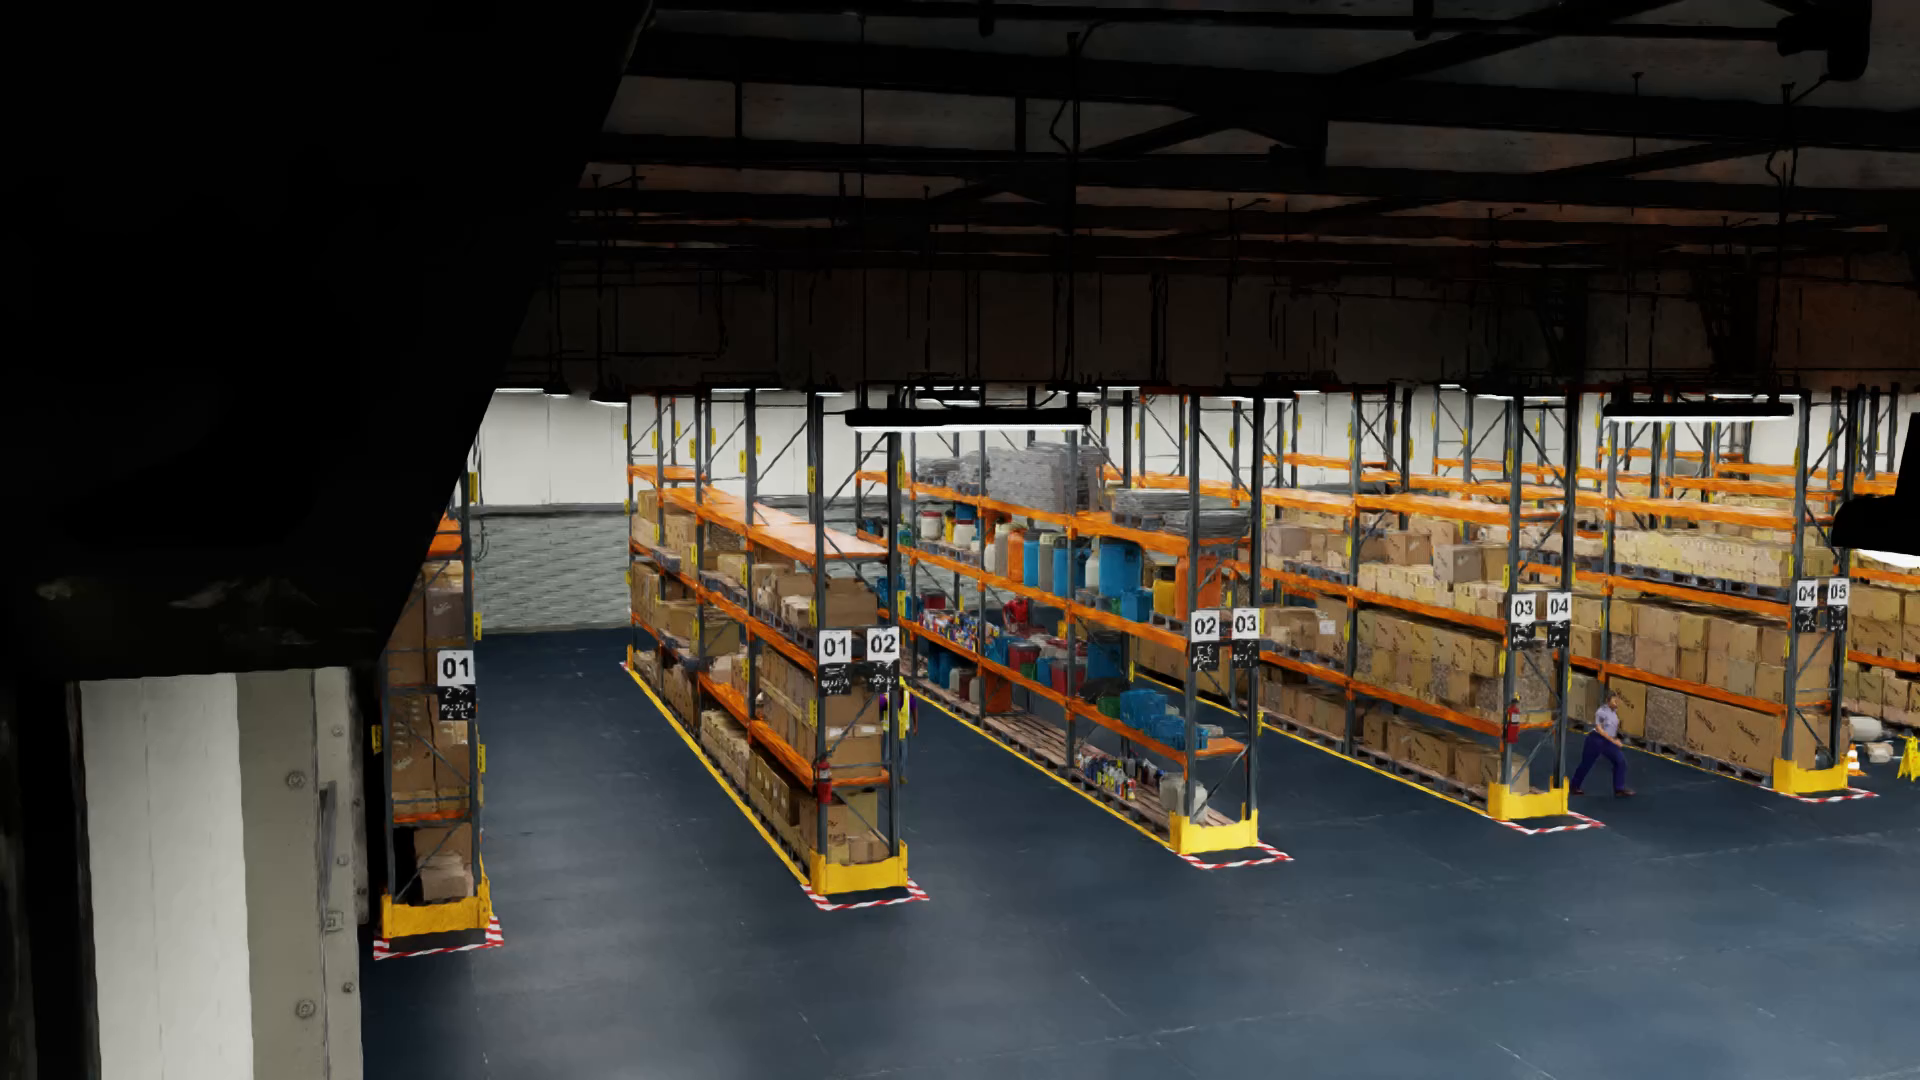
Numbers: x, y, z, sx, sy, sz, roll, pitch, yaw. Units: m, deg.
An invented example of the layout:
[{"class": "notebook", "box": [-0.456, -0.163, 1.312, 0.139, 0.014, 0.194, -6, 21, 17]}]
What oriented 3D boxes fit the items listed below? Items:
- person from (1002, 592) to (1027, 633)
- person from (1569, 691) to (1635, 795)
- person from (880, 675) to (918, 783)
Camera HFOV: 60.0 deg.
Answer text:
[{"class": "person", "box": [1.218, 1.850, 35.410, 0.682, 1.676, 0.529, -2, 6, -21]}, {"class": "person", "box": [9.519, 2.995, 24.651, 0.656, 1.582, 0.796, -5, 8, -38]}, {"class": "person", "box": [-0.980, 2.881, 25.258, 0.719, 1.714, 0.578, -2, 6, -20]}]
